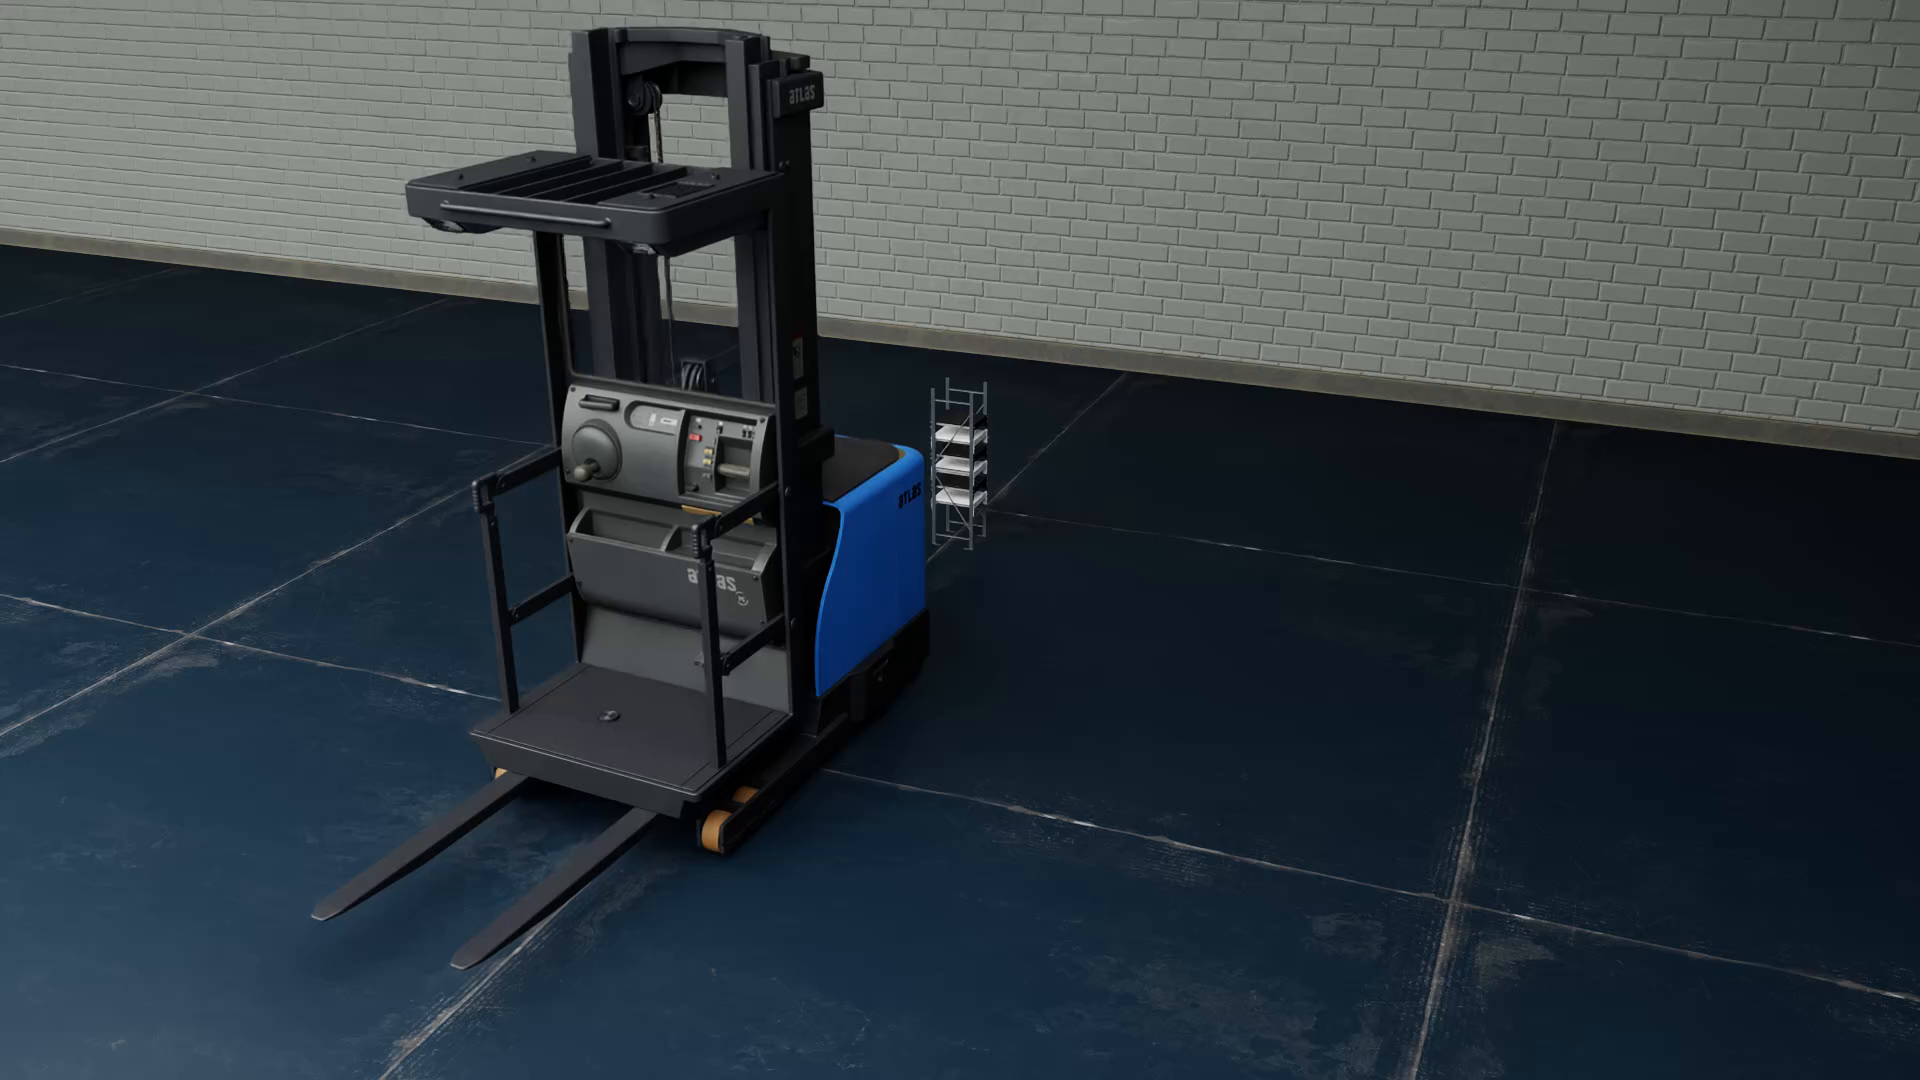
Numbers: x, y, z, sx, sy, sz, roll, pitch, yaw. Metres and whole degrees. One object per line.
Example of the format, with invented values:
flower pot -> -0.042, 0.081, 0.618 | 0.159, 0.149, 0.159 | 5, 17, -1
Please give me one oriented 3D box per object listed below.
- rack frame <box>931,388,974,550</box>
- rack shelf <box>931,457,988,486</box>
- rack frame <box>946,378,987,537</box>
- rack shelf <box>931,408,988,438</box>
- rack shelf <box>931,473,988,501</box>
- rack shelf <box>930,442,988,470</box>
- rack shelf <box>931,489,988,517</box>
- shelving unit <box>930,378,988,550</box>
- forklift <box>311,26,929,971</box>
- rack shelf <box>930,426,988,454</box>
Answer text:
rack frame -> -0.041, -0.376, 8.983 | 0.240, 0.900, 0.006 | 9, 24, 20
rack shelf -> -0.003, -0.382, 9.082 | 0.258, 0.077, 0.200 | 9, 24, 20
rack frame -> 0.035, -0.449, 9.157 | 0.240, 0.900, 0.006 | 9, 24, 20
rack shelf -> -0.003, -0.631, 8.978 | 0.258, 0.077, 0.200 | 9, 24, 20
rack shelf -> -0.003, -0.299, 9.117 | 0.258, 0.077, 0.200 | 9, 24, 20
rack shelf -> -0.003, -0.465, 9.048 | 0.258, 0.077, 0.200 | 9, 24, 20
rack shelf -> -0.003, -0.215, 9.152 | 0.258, 0.077, 0.200 | 9, 24, 20
shelving unit -> -0.003, -0.412, 9.070 | 0.258, 0.900, 0.210 | 9, 24, 20
forklift -> -1.240, -0.343, 6.269 | 1.130, 2.935, 3.031 | 11, 25, 24
rack shelf -> -0.003, -0.548, 9.013 | 0.258, 0.077, 0.200 | 9, 24, 20
